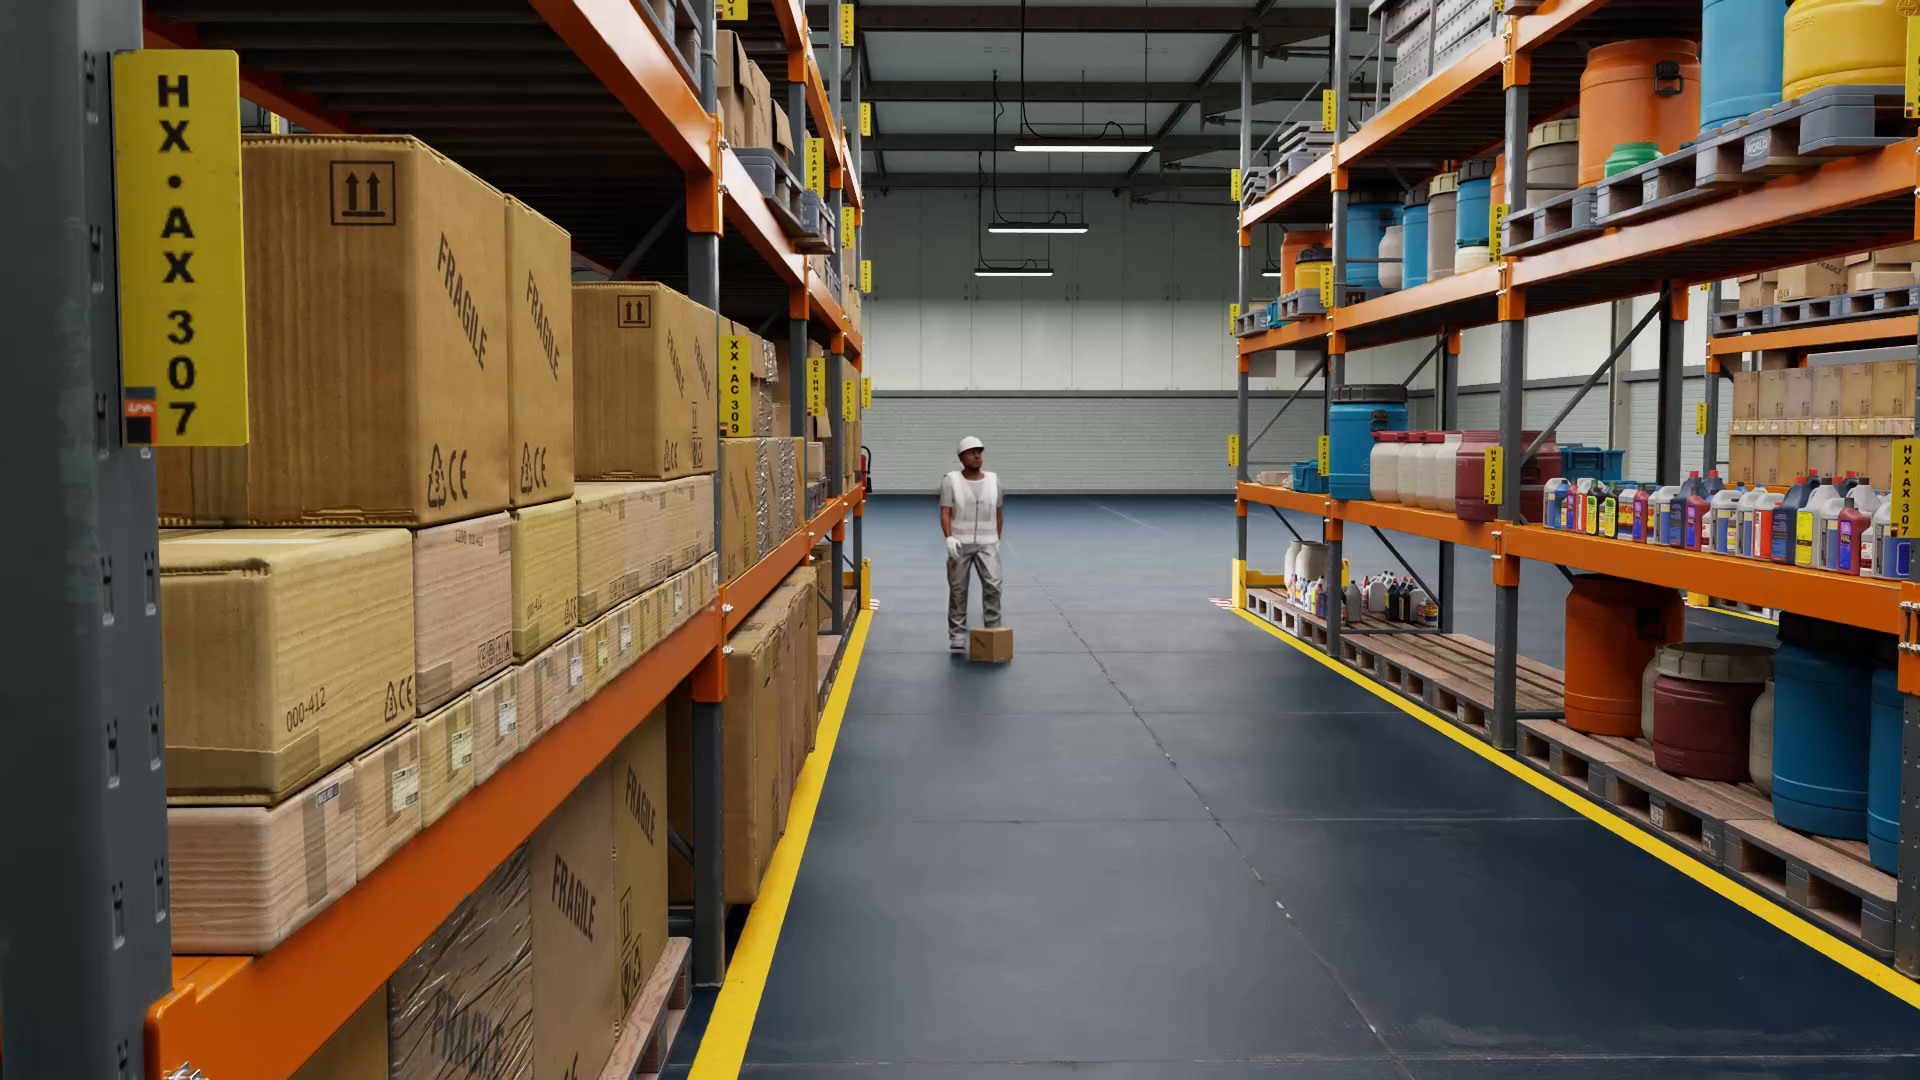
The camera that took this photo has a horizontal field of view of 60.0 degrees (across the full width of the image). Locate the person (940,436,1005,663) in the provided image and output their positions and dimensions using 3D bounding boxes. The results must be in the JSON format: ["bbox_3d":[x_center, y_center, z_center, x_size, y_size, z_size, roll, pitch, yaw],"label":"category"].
[{"bbox_3d":[0.108,0.073,13.476,0.549,1.825,0.754,-1,4,-10],"label":"person"}]
